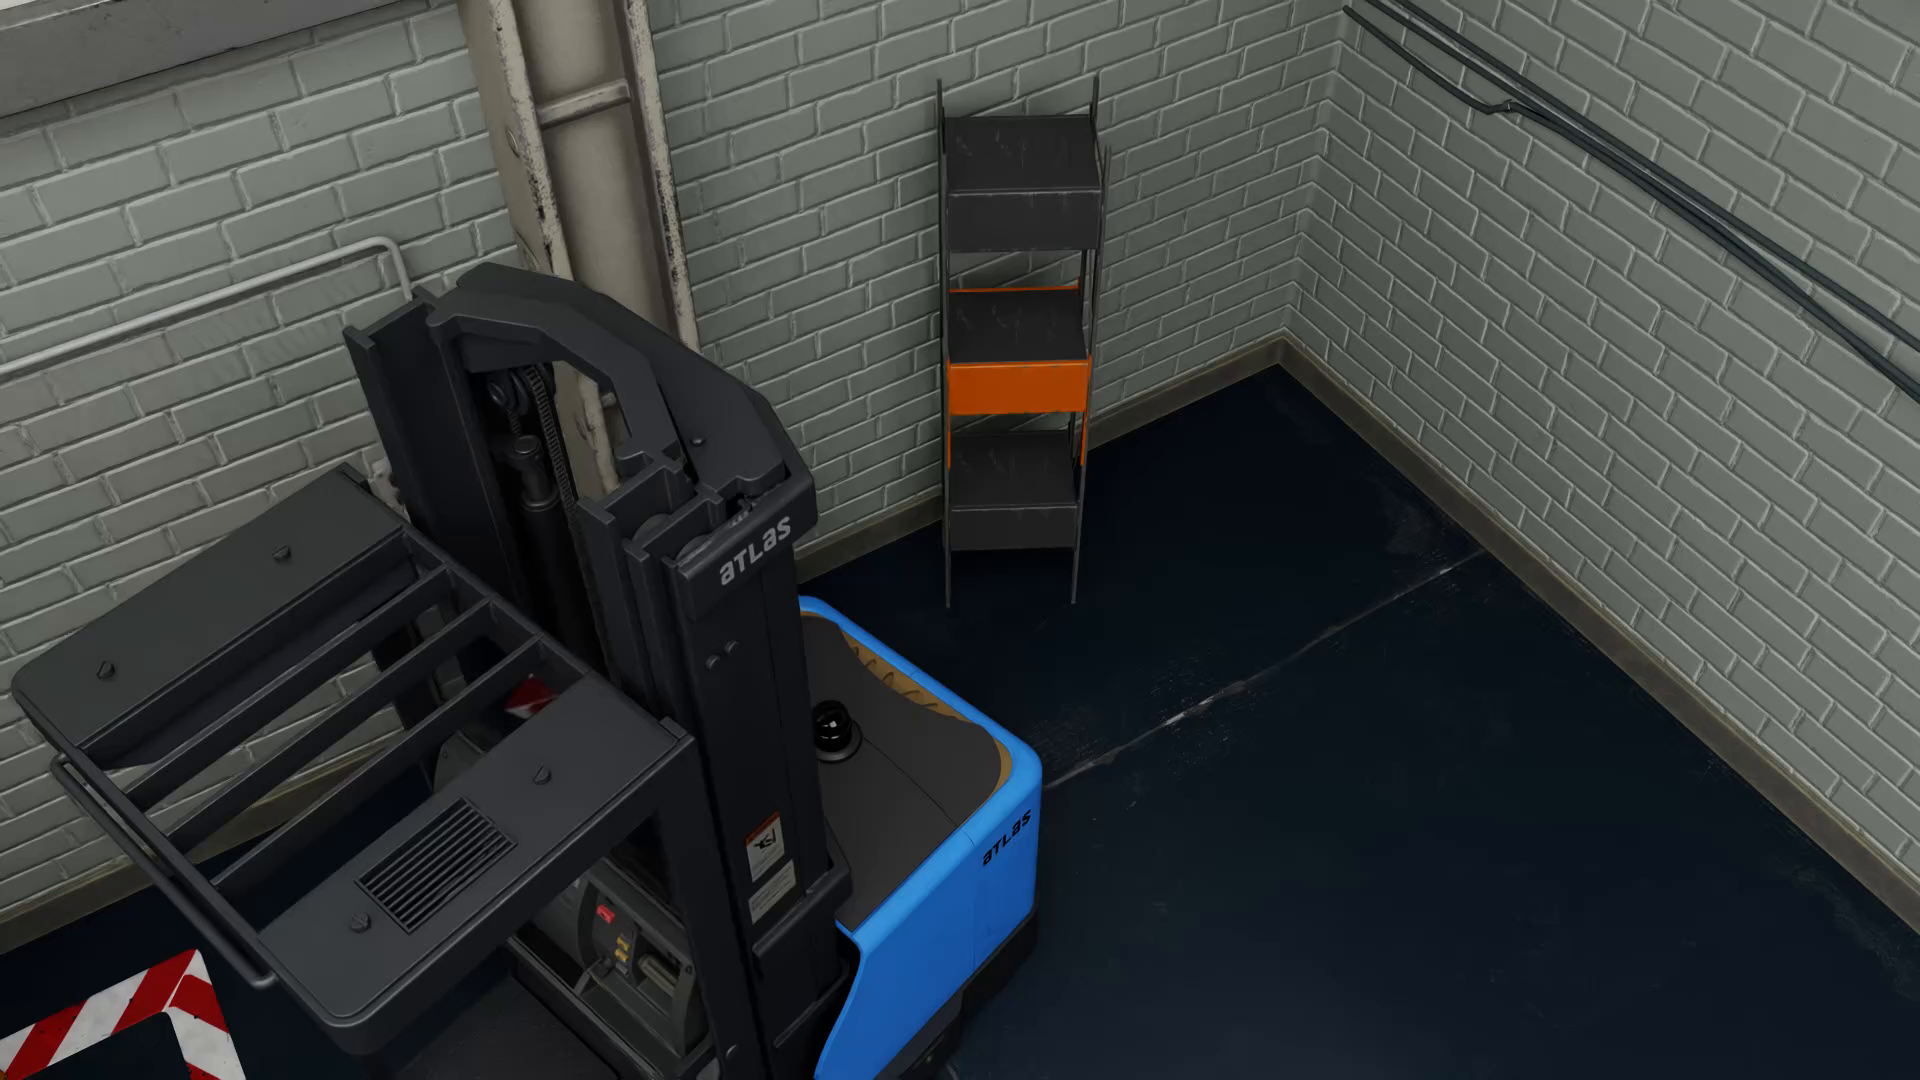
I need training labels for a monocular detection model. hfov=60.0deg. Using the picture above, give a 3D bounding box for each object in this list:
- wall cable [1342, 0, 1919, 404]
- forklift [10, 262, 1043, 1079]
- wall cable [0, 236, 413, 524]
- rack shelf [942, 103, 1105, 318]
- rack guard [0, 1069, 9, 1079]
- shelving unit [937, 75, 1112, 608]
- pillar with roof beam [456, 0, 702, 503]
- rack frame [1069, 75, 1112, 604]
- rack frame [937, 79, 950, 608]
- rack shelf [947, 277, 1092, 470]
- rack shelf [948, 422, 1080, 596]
[{"bbox_3d":[2.116,-1.896,4.437,0.112,2.526,3.097,-25,53,-21],"label":"wall cable"},{"bbox_3d":[-1.094,0.952,3.884,1.130,2.935,3.031,33,56,26],"label":"forklift"},{"bbox_3d":[-2.280,-0.351,4.319,1.851,1.984,0.084,-25,53,-21],"label":"wall cable"},{"bbox_3d":[0.188,-1.047,5.302,0.480,0.518,0.431,-2,48,-2],"label":"rack shelf"},{"bbox_3d":[-2.838,1.916,4.654,0.348,0.500,1.175,-25,53,-21],"label":"rack guard"},{"bbox_3d":[0.188,-0.590,5.815,0.503,2.100,0.431,-2,48,-2],"label":"shelving unit"},{"bbox_3d":[1.260,0.196,0.495,0.400,9.000,9.100,-25,53,-21],"label":"pillar with roof beam"},{"bbox_3d":[0.432,-0.598,5.822,0.015,2.100,0.400,-2,48,-2],"label":"rack frame"},{"bbox_3d":[-0.056,-0.583,5.808,0.015,2.100,0.400,-2,48,-2],"label":"rack frame"},{"bbox_3d":[0.188,-0.581,5.825,0.480,0.518,0.431,-2,48,-2],"label":"rack shelf"},{"bbox_3d":[0.188,-0.116,6.348,0.480,0.518,0.431,-2,48,-2],"label":"rack shelf"}]
